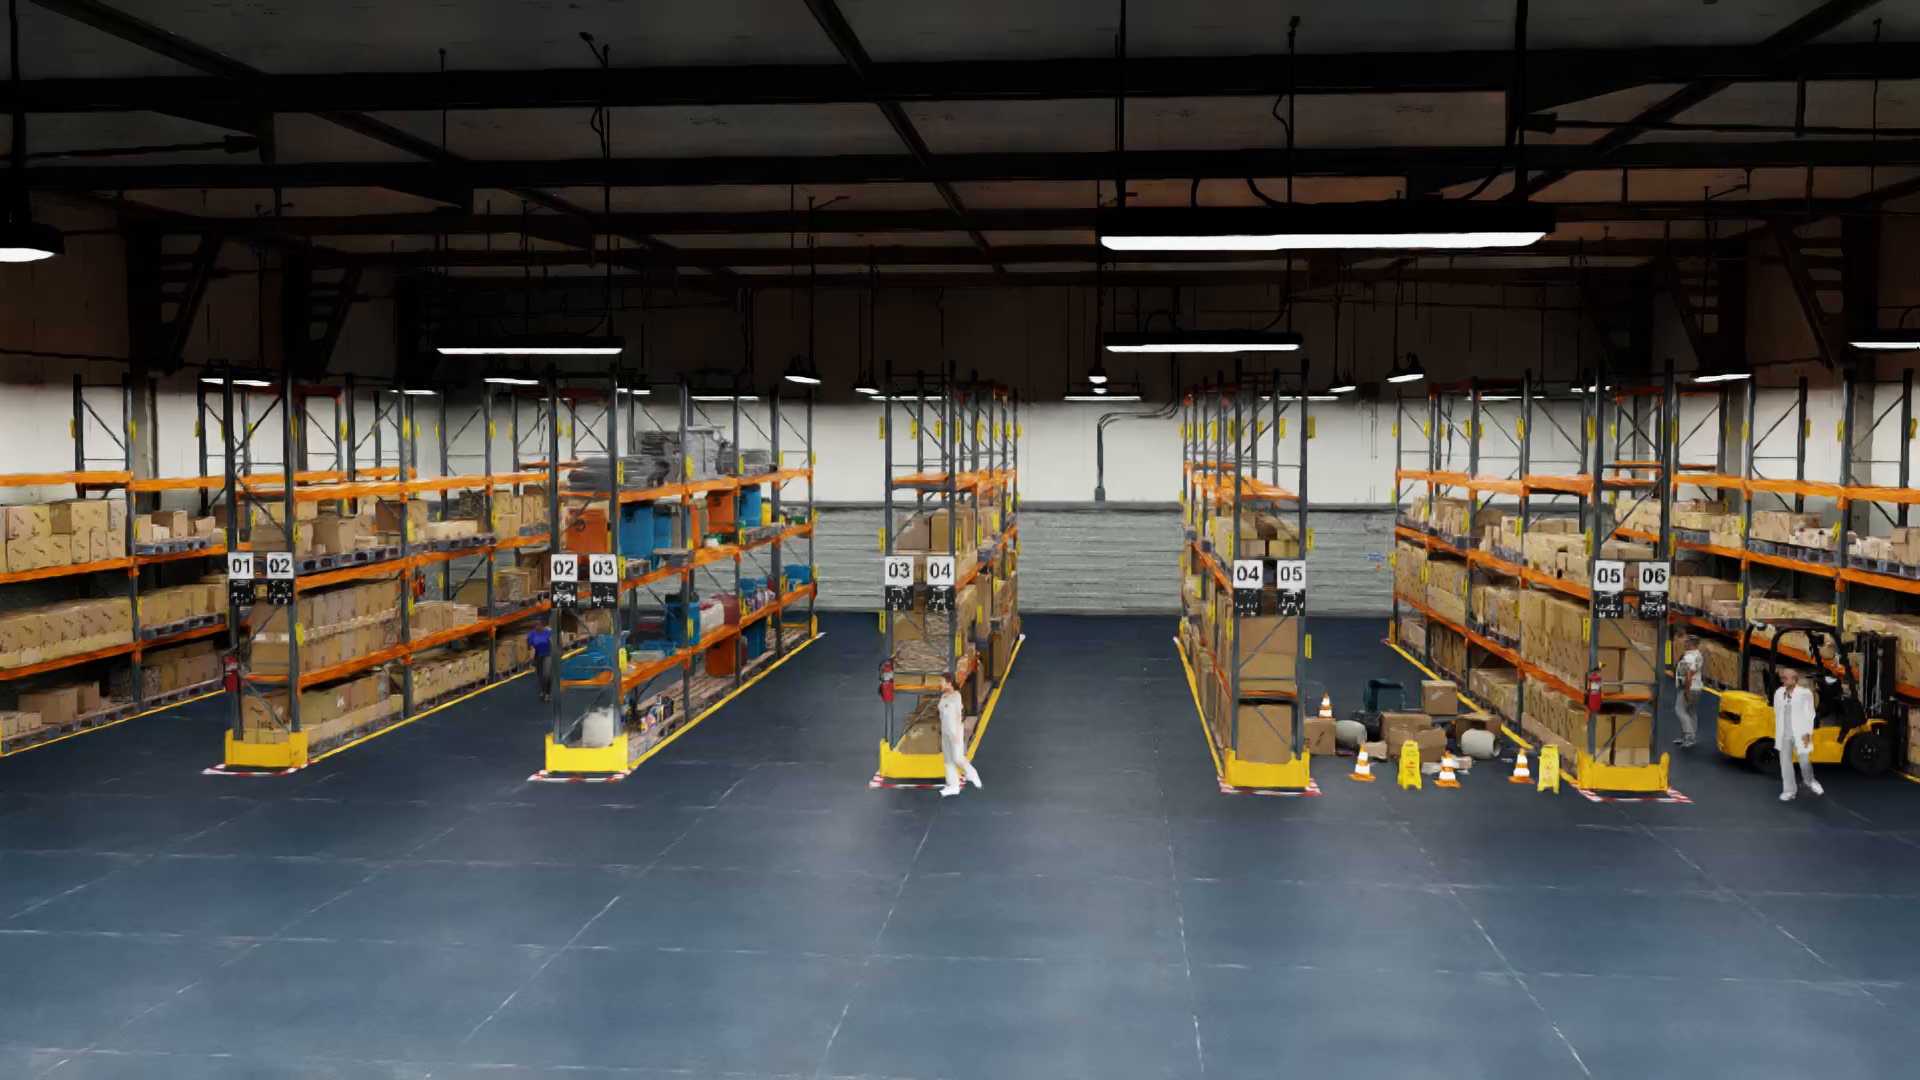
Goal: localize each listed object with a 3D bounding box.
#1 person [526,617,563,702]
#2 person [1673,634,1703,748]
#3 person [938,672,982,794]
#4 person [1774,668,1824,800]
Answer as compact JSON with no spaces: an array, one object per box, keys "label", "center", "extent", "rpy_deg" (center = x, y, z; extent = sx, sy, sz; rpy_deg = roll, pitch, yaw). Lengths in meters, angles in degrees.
[{"label":"person","center":[-7.699,2.187,30.746],"extent":[0.565,1.567,0.901],"rpy_deg":[1,4,9]},{"label":"person","center":[11.570,2.395,26.457],"extent":[0.437,1.789,0.678],"rpy_deg":[3,5,41]},{"label":"person","center":[-0.023,2.659,22.981],"extent":[0.601,1.665,0.502],"rpy_deg":[-3,5,-38]},{"label":"person","center":[11.382,2.625,22.617],"extent":[0.721,1.775,0.590],"rpy_deg":[-3,5,-38]}]
